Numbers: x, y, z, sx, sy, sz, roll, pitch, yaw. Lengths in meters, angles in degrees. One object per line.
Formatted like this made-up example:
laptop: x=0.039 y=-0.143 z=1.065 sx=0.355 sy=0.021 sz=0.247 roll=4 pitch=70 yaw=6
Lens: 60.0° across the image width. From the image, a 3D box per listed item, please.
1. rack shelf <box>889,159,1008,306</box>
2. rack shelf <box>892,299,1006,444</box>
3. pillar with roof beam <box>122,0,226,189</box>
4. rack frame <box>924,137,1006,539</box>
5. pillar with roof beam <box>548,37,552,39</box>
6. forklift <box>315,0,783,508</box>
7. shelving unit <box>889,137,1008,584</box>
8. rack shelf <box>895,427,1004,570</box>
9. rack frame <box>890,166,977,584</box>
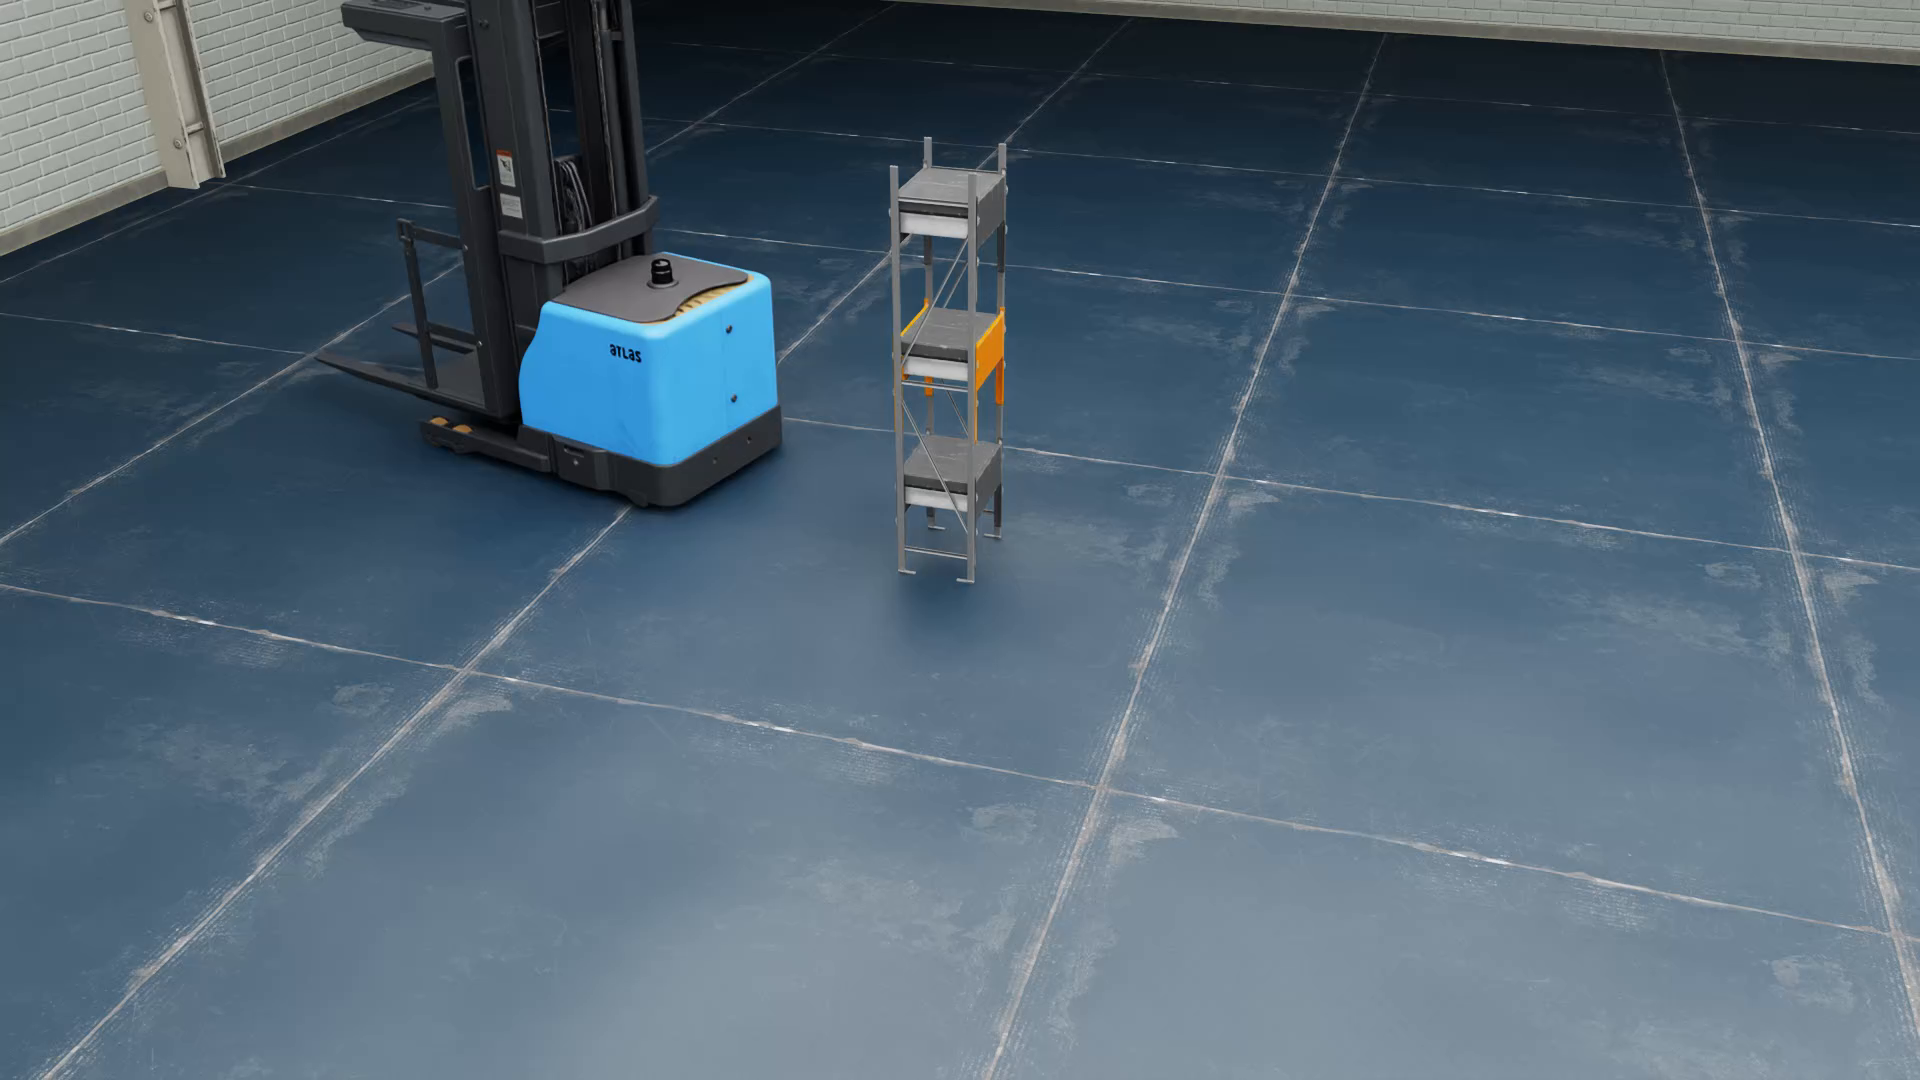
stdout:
rack shelf: x=-0.049 y=-1.440 z=7.768 sx=0.431 sy=0.518 sz=0.480 roll=8 pitch=30 yaw=15
rack shelf: x=-0.049 y=-0.829 z=8.108 sx=0.431 sy=0.518 sz=0.480 roll=8 pitch=30 yaw=15
pillar with roof beam: x=-2.452 y=-6.406 z=11.009 sx=9.100 sy=9.000 sz=0.400 roll=8 pitch=30 yaw=15
rack frame: x=0.023 y=-0.954 z=8.305 sx=0.400 sy=2.100 sz=0.015 roll=8 pitch=30 yaw=15
pillar with roof beam: x=-0.691 y=-9.194 z=16.021 sx=9.100 sy=9.000 sz=0.400 roll=8 pitch=30 yaw=15
forklift: x=-2.553 y=-1.980 z=9.294 sx=3.031 sy=2.935 sz=1.130 roll=17 pitch=33 yaw=27
shelving unit: x=-0.049 y=-0.841 z=8.101 sx=0.431 sy=2.100 sz=0.503 roll=8 pitch=30 yaw=15
rack shelf: x=-0.049 y=-0.217 z=8.448 sx=0.431 sy=0.518 sz=0.480 roll=8 pitch=30 yaw=15
rack frame: x=-0.120 y=-0.727 z=7.897 sx=0.400 sy=2.100 sz=0.015 roll=8 pitch=30 yaw=15
